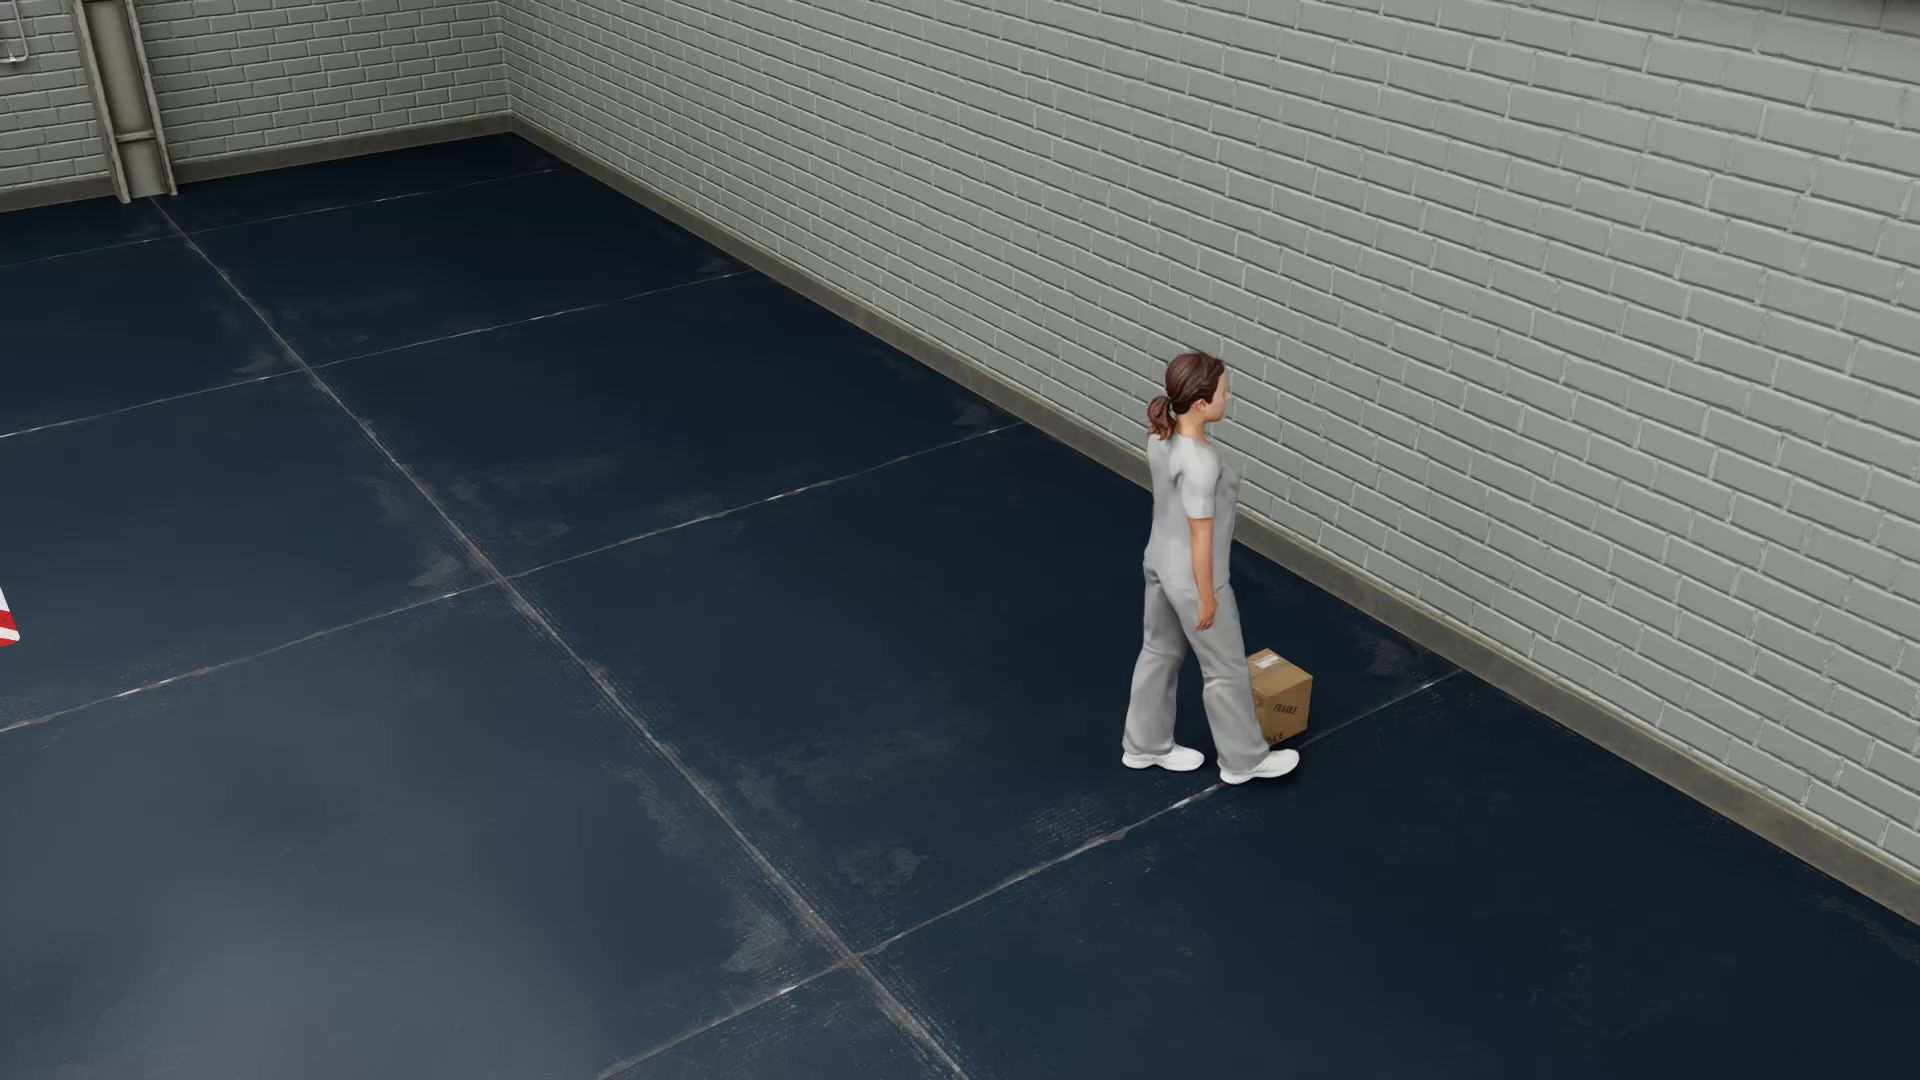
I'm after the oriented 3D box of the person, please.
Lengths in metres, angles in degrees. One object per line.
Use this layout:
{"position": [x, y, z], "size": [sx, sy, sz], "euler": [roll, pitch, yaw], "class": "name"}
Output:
{"position": [0.923, 0.105, 5.927], "size": [0.621, 1.666, 0.448], "euler": [-8, 30, -14], "class": "person"}
